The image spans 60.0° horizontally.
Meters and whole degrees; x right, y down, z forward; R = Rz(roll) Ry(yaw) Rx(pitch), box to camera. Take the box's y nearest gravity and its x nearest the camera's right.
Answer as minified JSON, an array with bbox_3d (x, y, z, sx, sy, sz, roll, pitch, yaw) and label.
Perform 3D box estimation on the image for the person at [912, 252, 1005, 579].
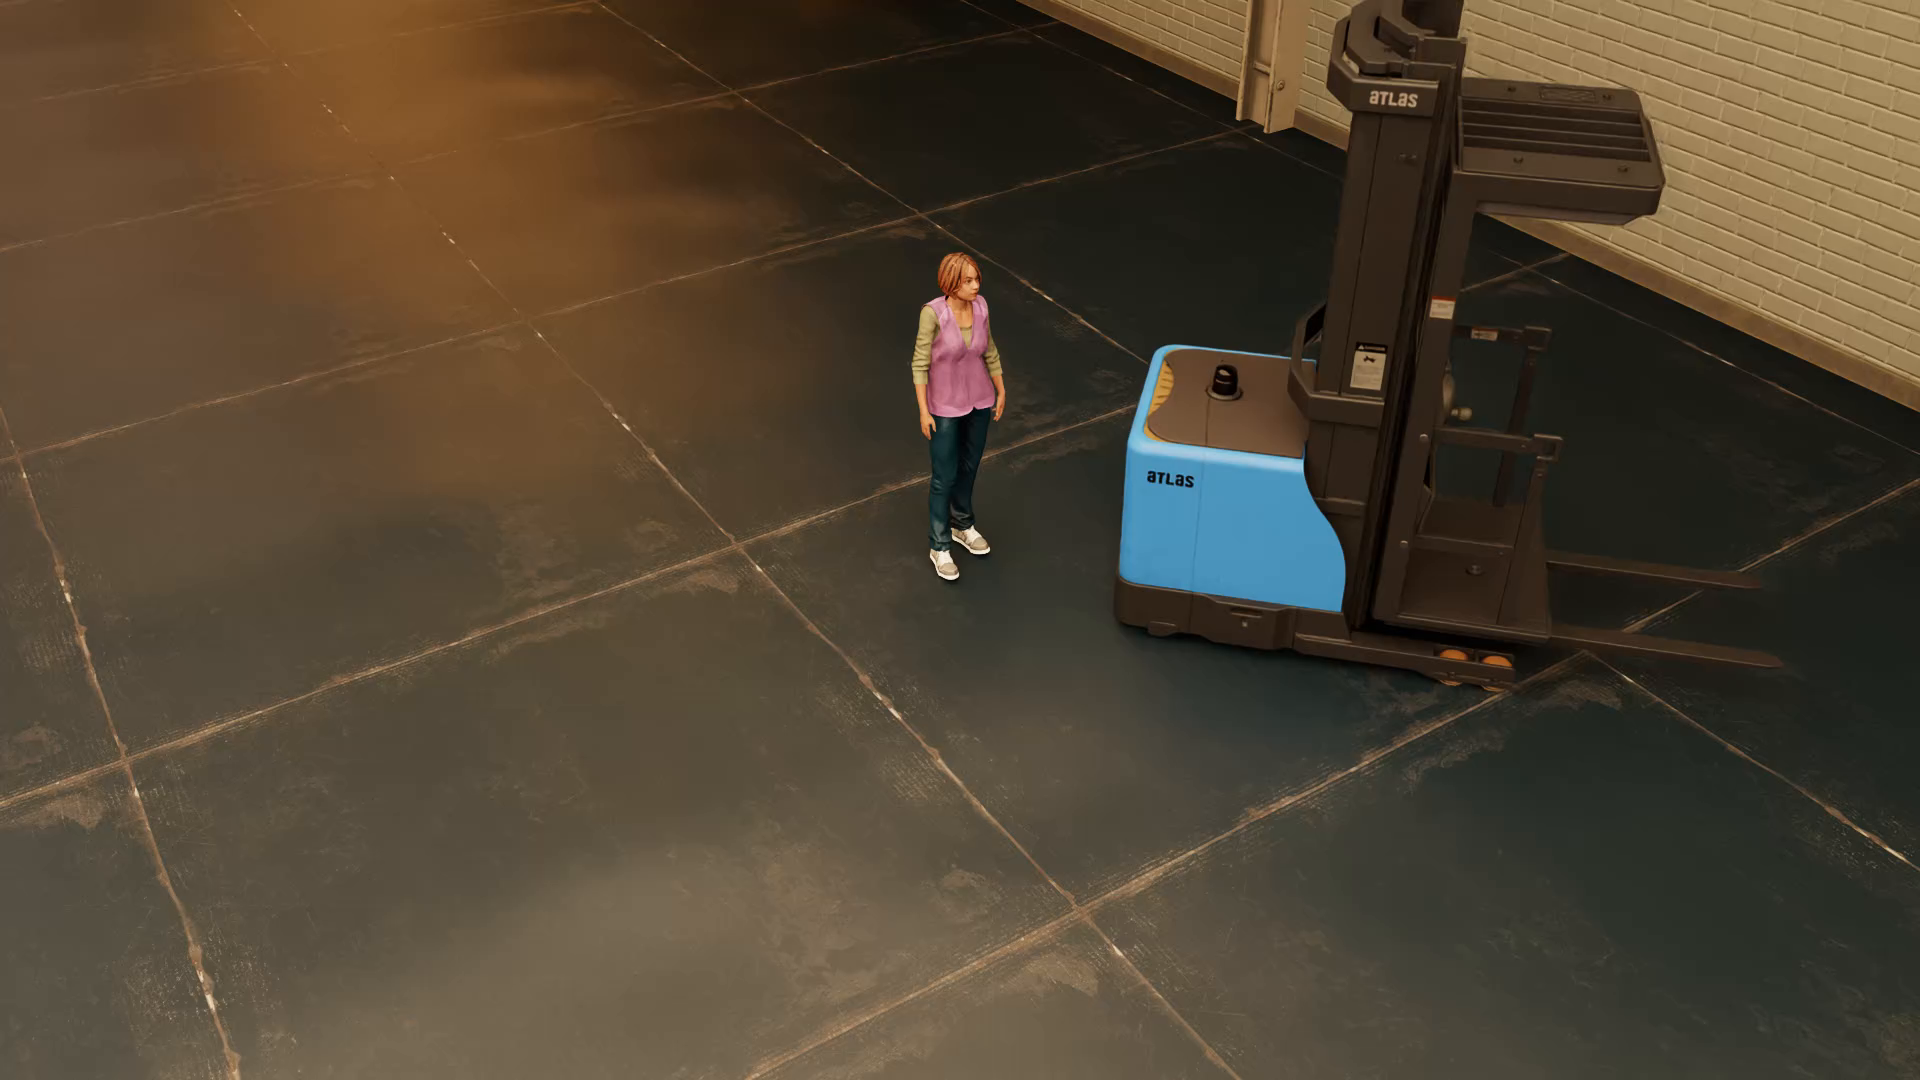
[{"bbox_3d":[0.029,-0.619,8.176,0.520,1.600,0.472,-21,40,-27],"label":"person"}]

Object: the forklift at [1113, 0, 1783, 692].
[{"bbox_3d":[2.317,-0.834,7.335,3.031,2.935,1.130,8,36,11],"label":"forklift"}]
